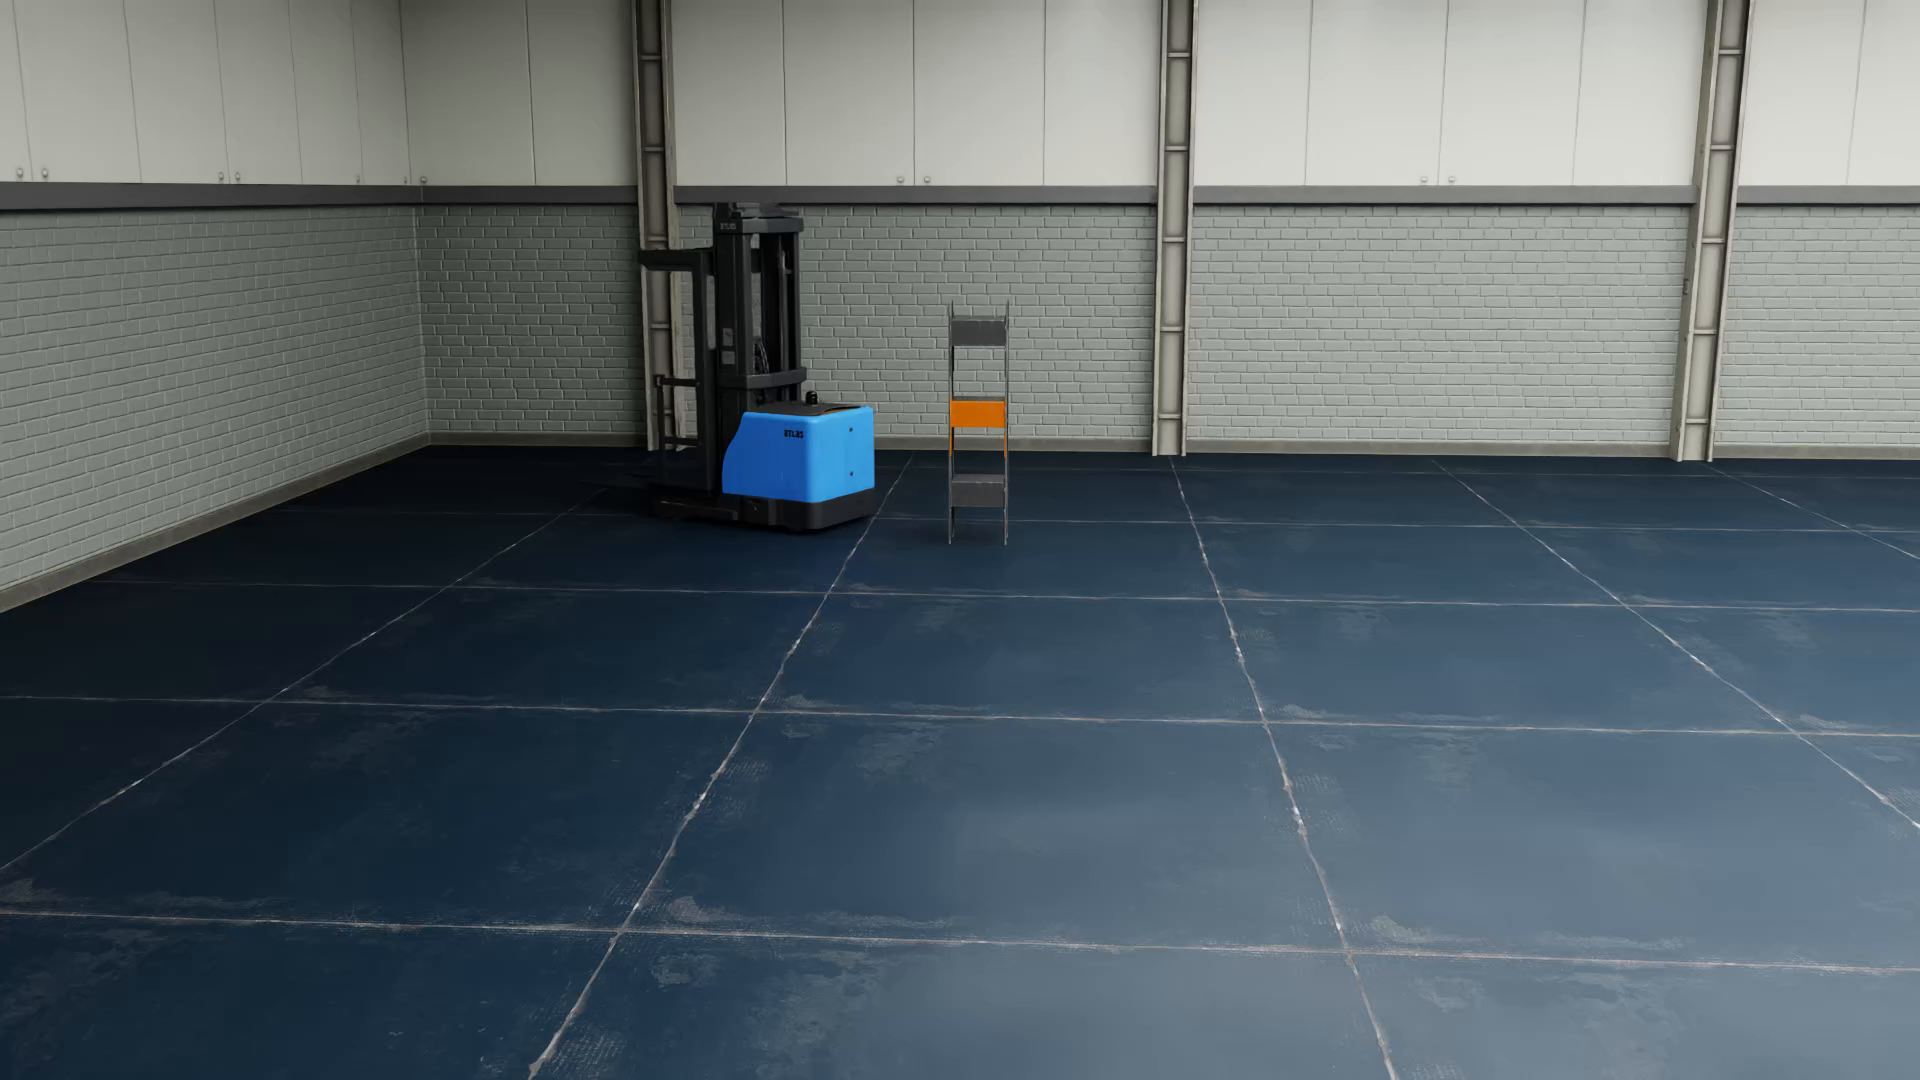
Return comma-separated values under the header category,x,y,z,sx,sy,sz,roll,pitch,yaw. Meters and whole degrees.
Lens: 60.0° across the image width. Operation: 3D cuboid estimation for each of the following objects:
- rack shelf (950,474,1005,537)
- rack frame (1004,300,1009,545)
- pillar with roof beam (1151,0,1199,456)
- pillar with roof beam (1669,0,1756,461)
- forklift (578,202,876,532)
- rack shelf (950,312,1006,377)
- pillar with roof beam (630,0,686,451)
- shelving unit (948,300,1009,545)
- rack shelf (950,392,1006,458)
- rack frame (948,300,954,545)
category,x,y,z,sx,sy,sz,roll,pitch,yaw
rack shelf,0.165,-0.327,14.688,0.480,0.518,0.431,1,12,4
rack frame,0.409,-1.022,14.526,0.015,2.100,0.400,1,12,4
pillar with roof beam,2.170,-4.542,14.504,0.400,9.000,9.100,1,12,4
pillar with roof beam,8.157,-4.460,14.111,0.400,9.000,9.100,1,12,4
forklift,-2.319,-1.703,15.751,3.031,2.935,1.130,7,14,30
rack shelf,0.165,-1.697,14.402,0.480,0.518,0.431,1,12,4
pillar with roof beam,-3.816,-4.624,14.896,0.400,9.000,9.100,1,12,4
shelving unit,0.165,-1.025,14.542,0.503,2.100,0.431,1,12,4
rack shelf,0.165,-1.012,14.545,0.480,0.518,0.431,1,12,4
rack frame,-0.078,-1.029,14.558,0.015,2.100,0.400,1,12,4
